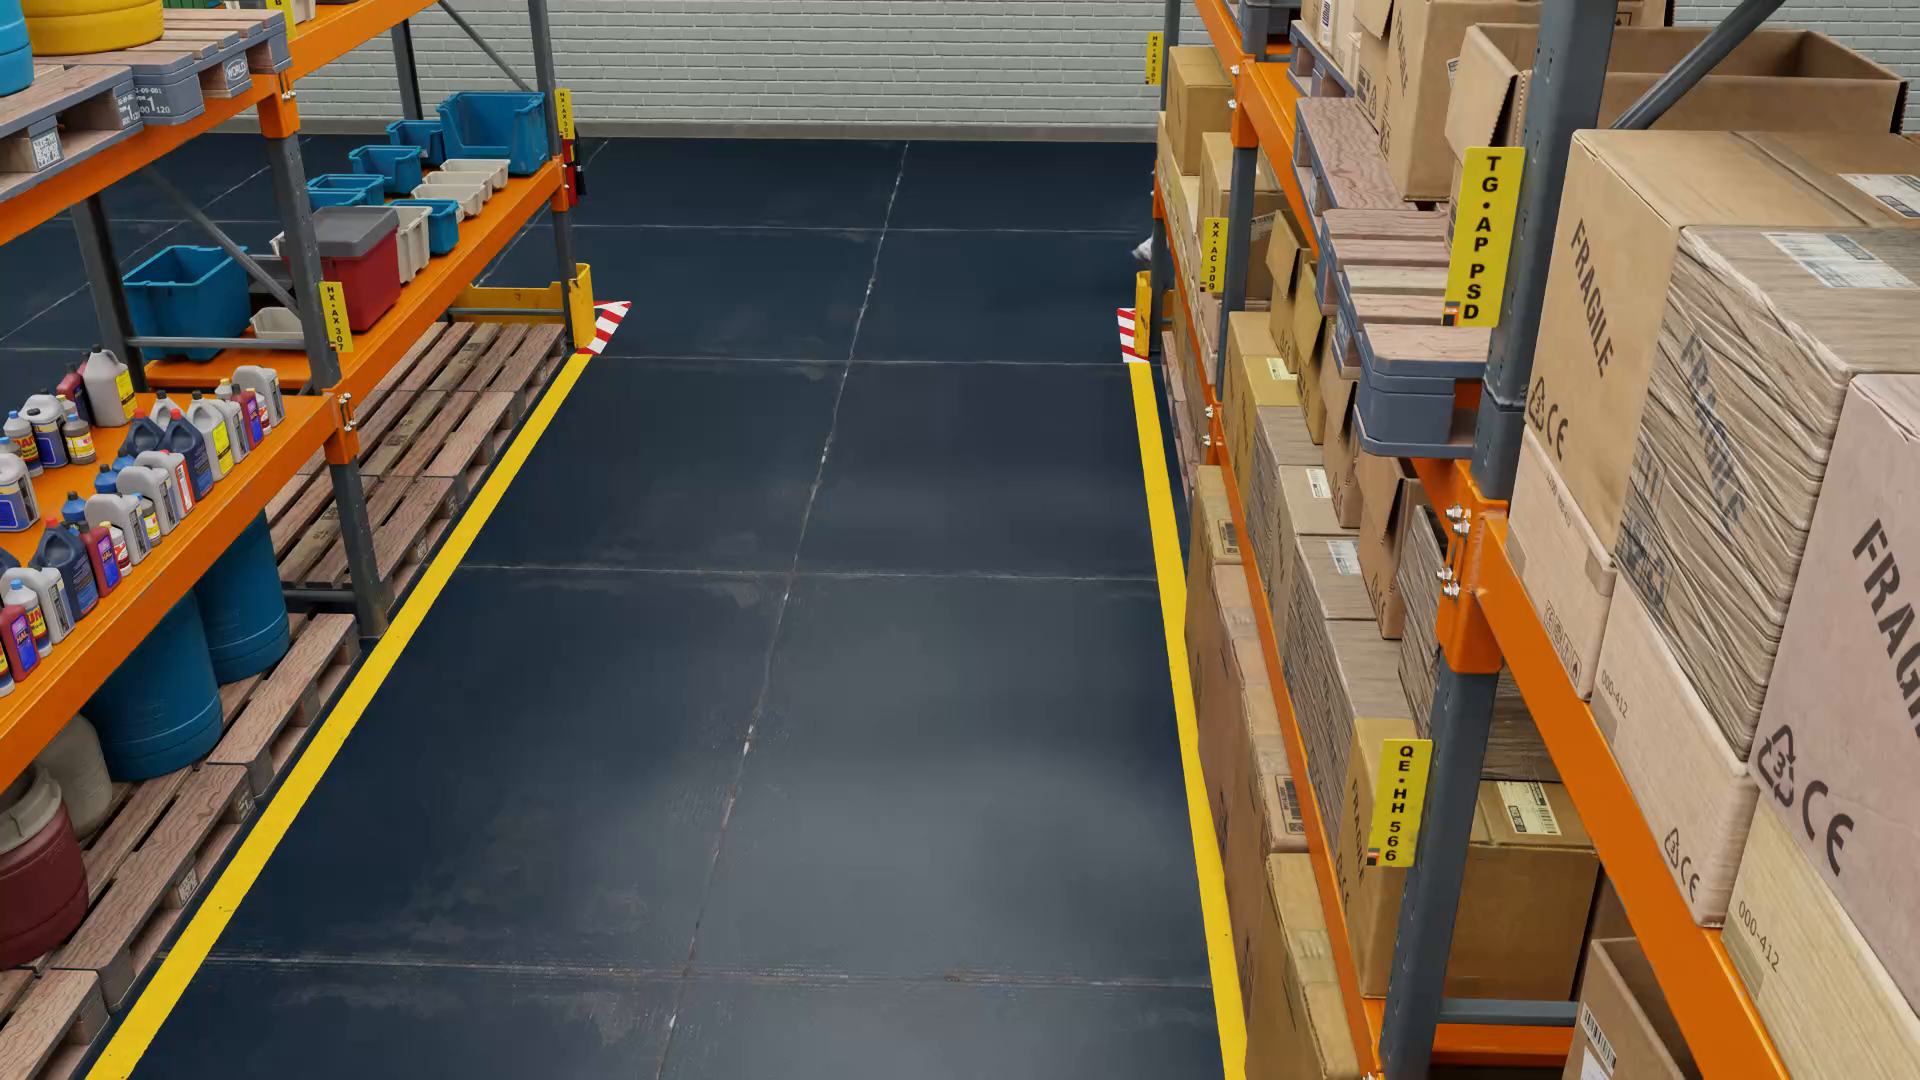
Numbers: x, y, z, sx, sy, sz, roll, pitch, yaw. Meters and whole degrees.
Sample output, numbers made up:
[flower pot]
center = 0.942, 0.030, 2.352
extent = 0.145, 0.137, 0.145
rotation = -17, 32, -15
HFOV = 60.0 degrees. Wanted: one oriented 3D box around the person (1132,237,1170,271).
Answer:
[person]
center = 1.670, -2.722, 12.264
extent = 0.767, 1.777, 0.594
rotation = -1, 28, -2
